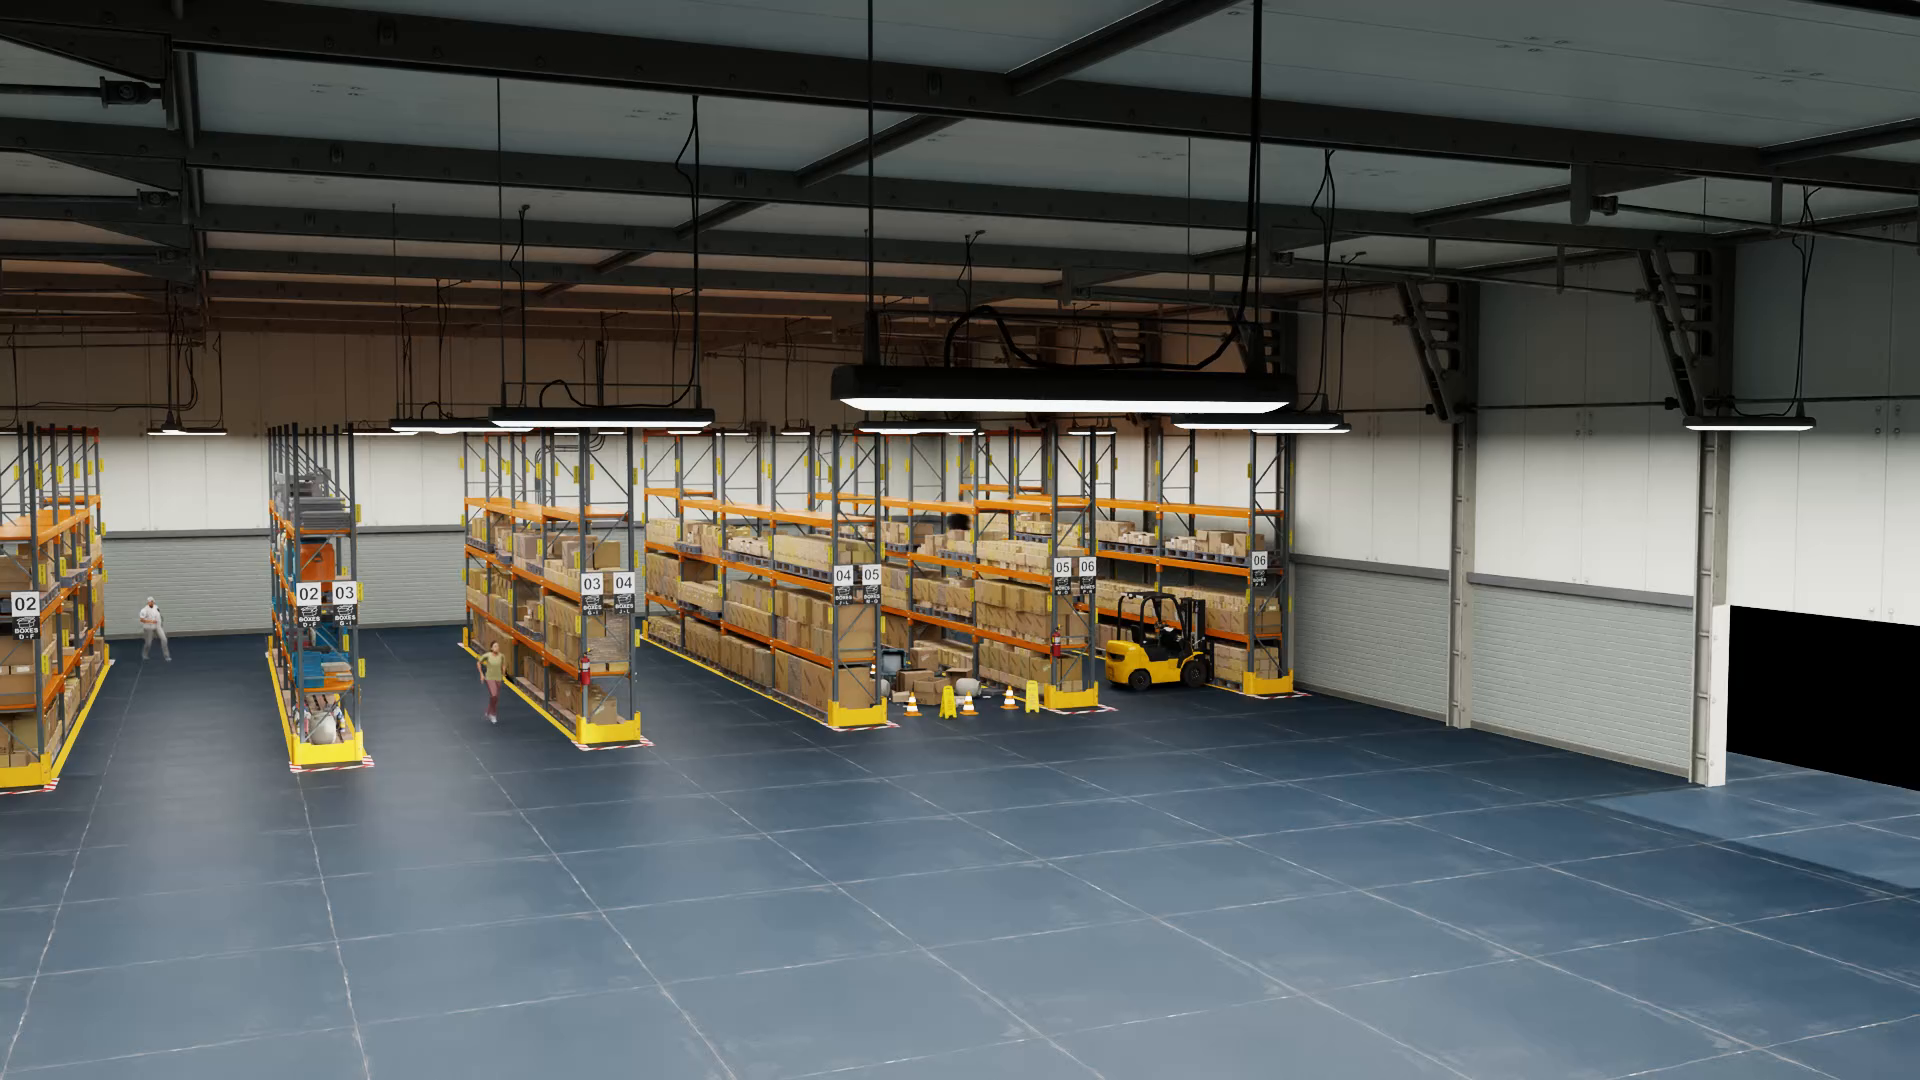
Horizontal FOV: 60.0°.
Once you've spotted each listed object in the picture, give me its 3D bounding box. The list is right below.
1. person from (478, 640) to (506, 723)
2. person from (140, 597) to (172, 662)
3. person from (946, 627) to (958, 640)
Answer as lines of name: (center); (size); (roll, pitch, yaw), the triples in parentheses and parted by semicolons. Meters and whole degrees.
person: (-9.439, 2.855, 33.606); (0.526, 1.676, 0.784); (-3, 4, -39)
person: (-20.705, 2.298, 42.613); (0.877, 1.693, 0.601); (3, 4, 38)
person: (-0.298, 2.001, 46.934); (0.599, 1.726, 0.698); (3, 5, 43)
